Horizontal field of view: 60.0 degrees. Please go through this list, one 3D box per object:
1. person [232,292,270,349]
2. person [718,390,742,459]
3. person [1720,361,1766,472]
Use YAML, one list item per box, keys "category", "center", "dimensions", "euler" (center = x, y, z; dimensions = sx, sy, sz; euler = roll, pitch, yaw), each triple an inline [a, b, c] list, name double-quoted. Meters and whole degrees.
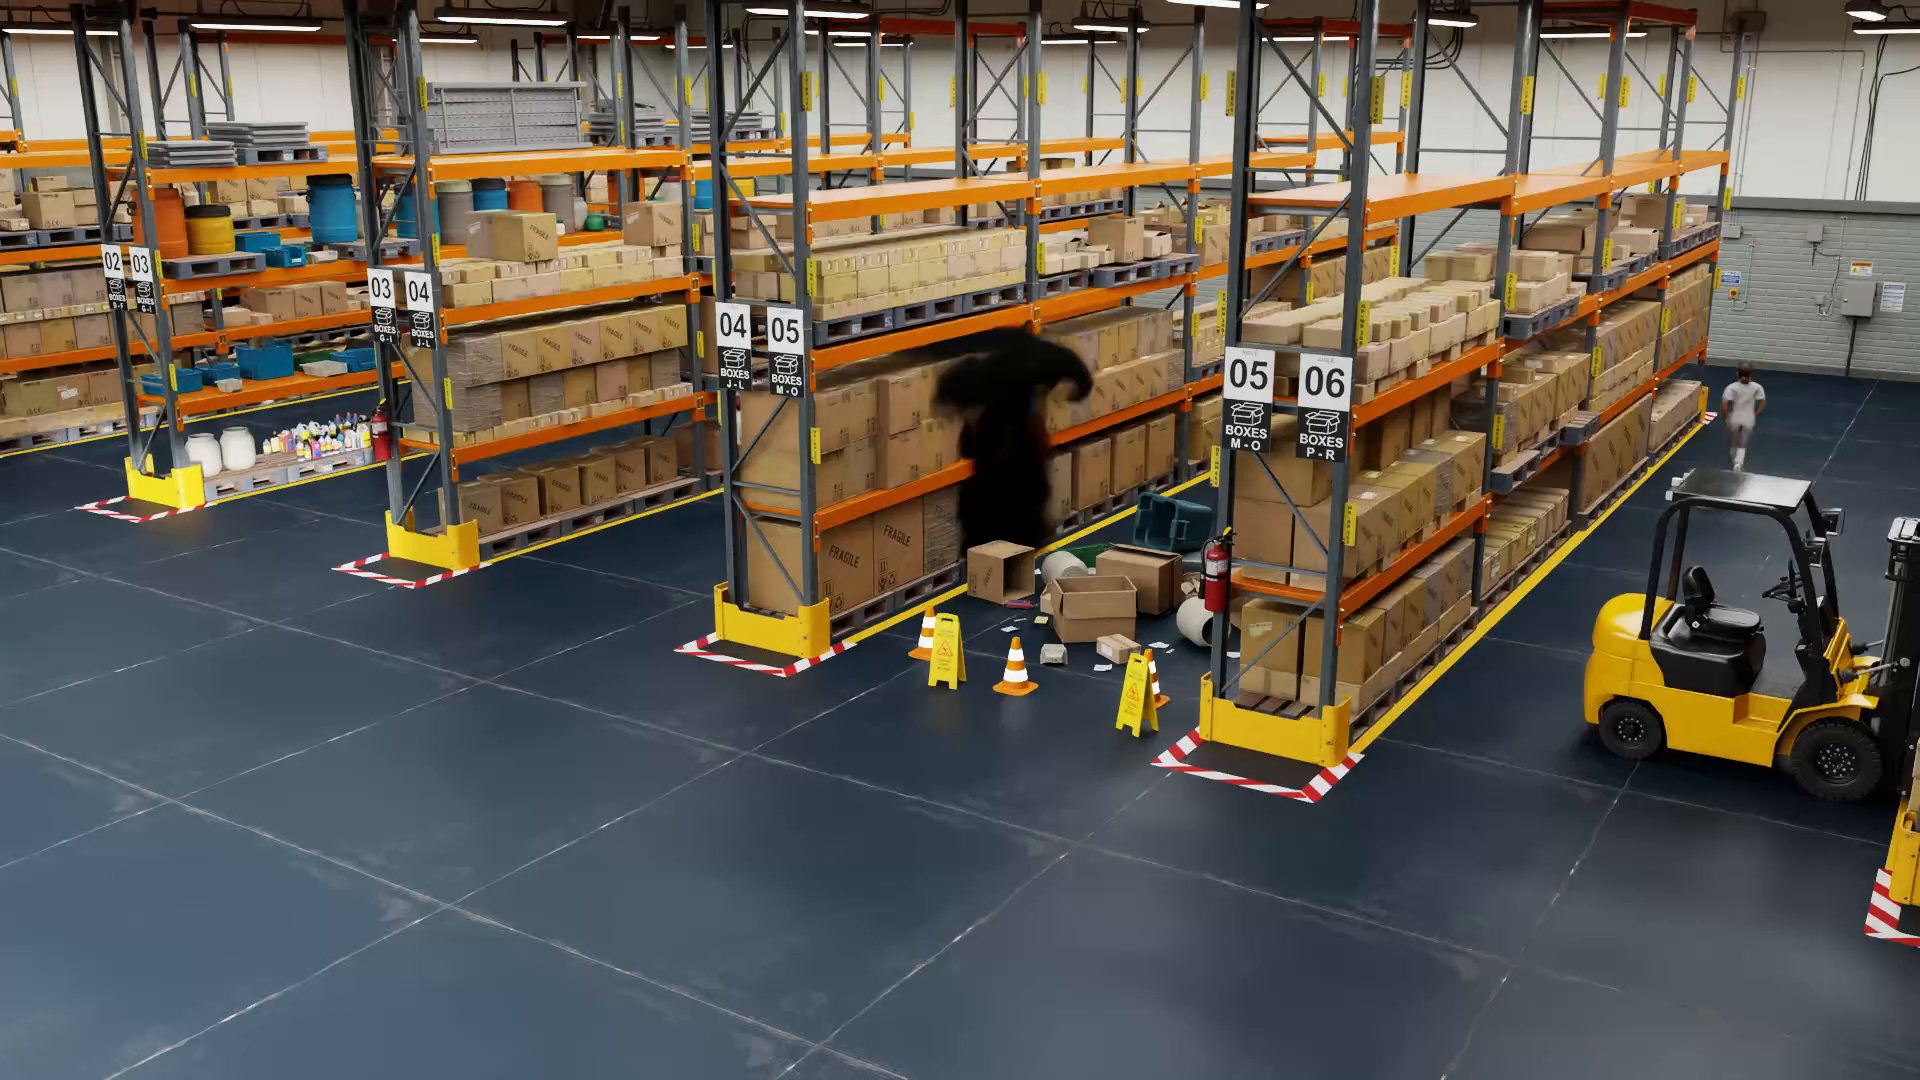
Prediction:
- category: "person"
  center: [-12.502, -3.624, 29.335]
  dimensions: [0.704, 1.549, 0.930]
  euler: [4, 16, 14]
- category: "person"
  center: [-2.600, -1.137, 19.618]
  dimensions: [0.484, 1.532, 0.644]
  euler: [-1, 16, -5]
- category: "person"
  center: [10.178, -1.517, 21.701]
  dimensions: [0.546, 1.612, 0.548]
  euler: [5, 16, 17]
